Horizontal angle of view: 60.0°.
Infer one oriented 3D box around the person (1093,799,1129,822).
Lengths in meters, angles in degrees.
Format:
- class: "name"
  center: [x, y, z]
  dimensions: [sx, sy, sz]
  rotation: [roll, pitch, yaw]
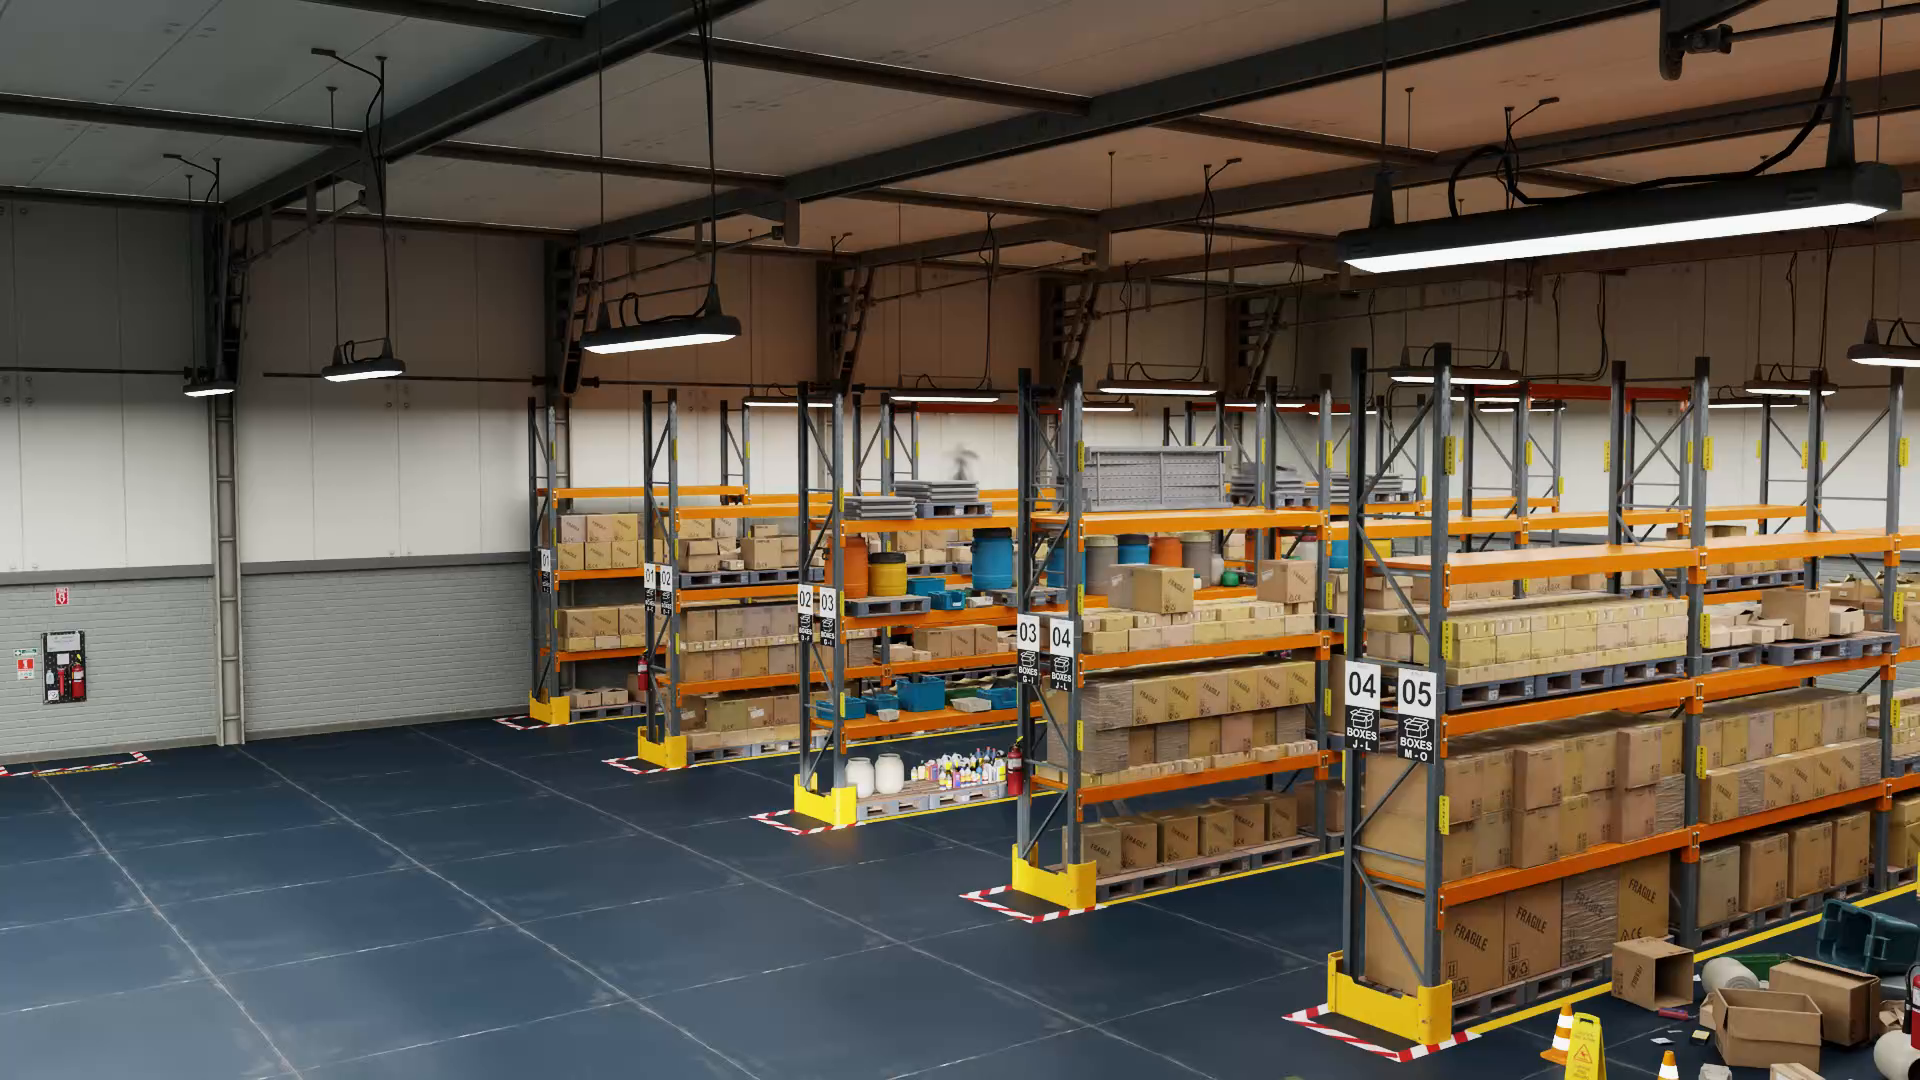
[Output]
- class: "person"
  center: [1.969, 3.094, 21.624]
  dimensions: [0.650, 1.621, 0.545]
  rotation: [-3, 4, -39]
